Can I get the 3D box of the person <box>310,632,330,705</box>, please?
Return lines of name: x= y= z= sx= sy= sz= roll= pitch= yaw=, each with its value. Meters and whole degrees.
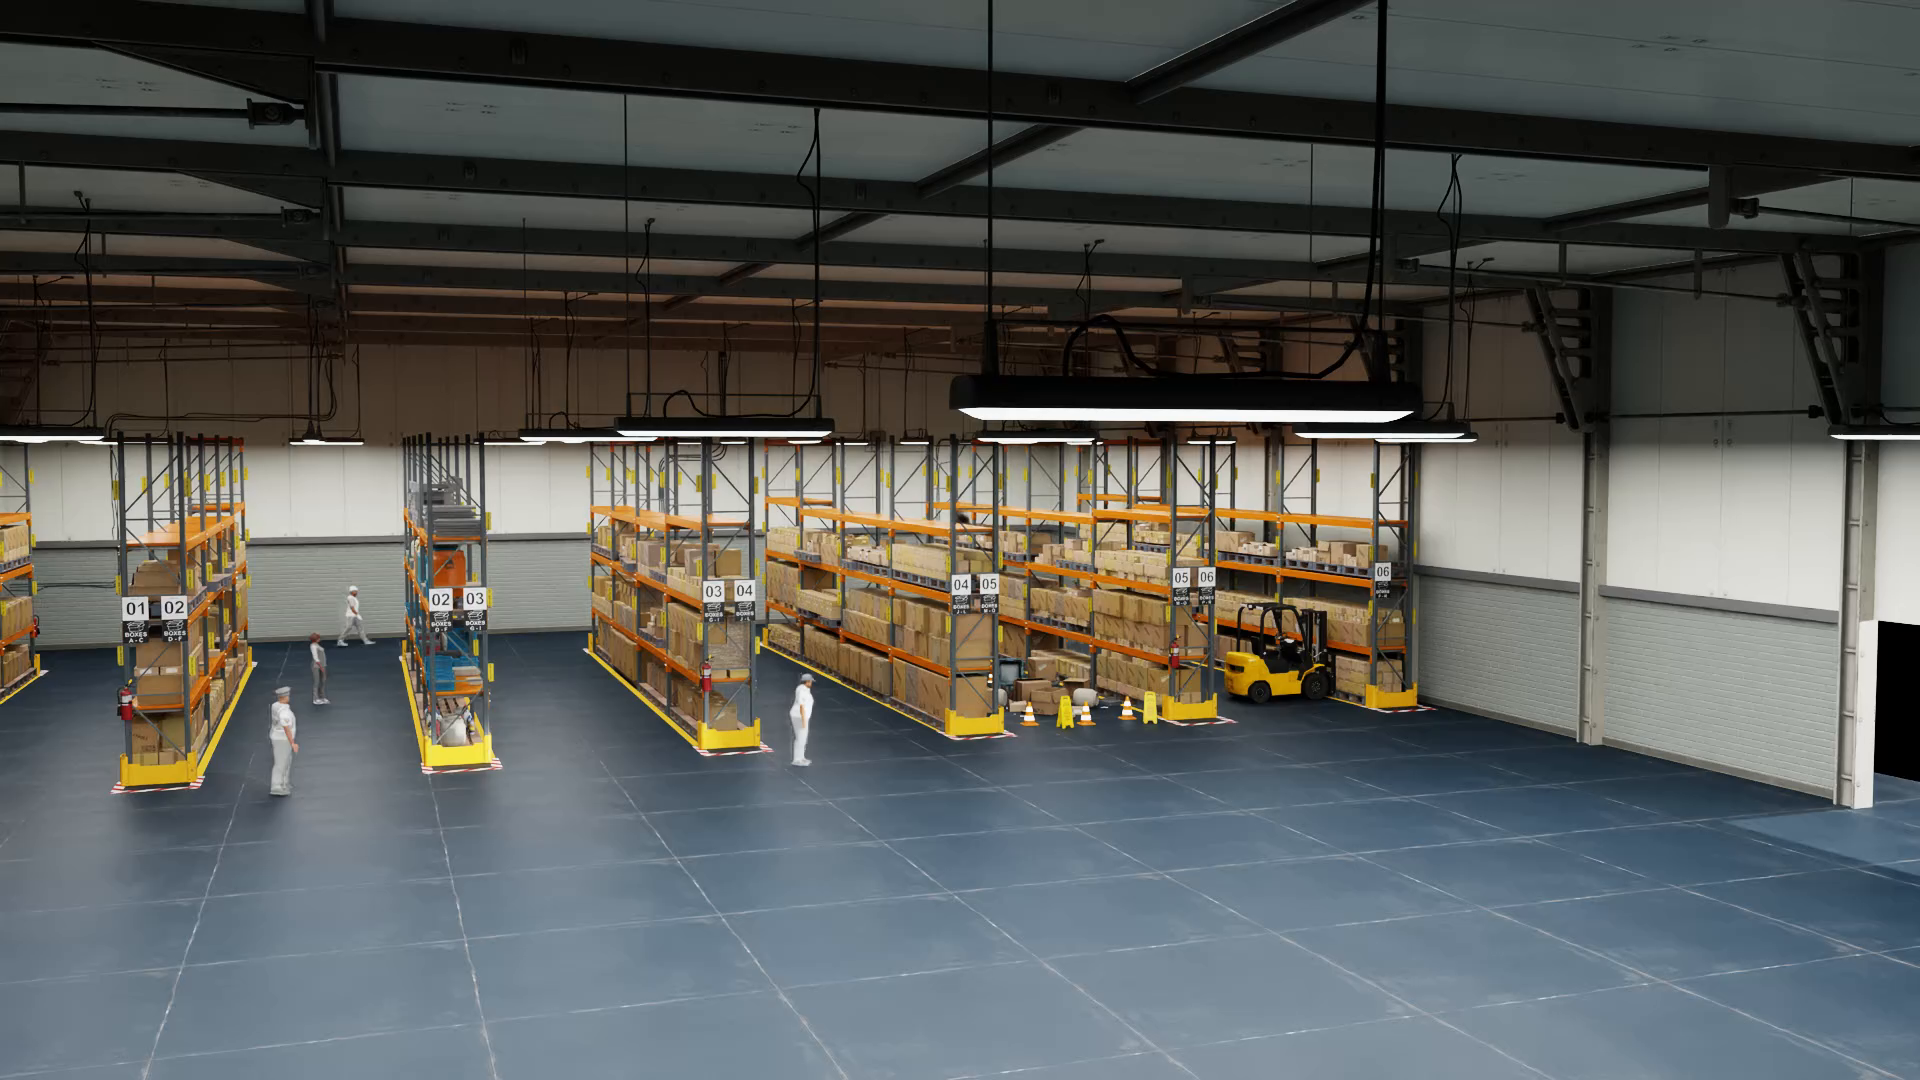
person: x=-14.305 y=2.874 z=37.165 sx=0.459 sy=1.624 sz=0.497 roll=1 pitch=3 yaw=12

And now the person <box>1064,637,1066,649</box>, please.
person: x=2.807 y=2.334 z=46.323 sx=0.576 sy=1.696 sz=0.687 roll=-1 pitch=3 yaw=-25

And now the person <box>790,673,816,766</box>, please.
person: x=-2.833 y=3.236 z=30.040 sx=0.476 sy=1.670 sz=0.510 roll=0 pitch=3 yaw=-8

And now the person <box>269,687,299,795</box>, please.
person: x=-11.226 y=3.339 z=27.564 sx=0.460 sy=1.819 sz=0.693 roll=-2 pitch=4 yaw=-27

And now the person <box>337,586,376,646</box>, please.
person: x=-17.406 y=2.184 z=47.902 sx=1.042 sy=1.724 sz=0.638 roll=-1 pitch=3 yaw=-12
